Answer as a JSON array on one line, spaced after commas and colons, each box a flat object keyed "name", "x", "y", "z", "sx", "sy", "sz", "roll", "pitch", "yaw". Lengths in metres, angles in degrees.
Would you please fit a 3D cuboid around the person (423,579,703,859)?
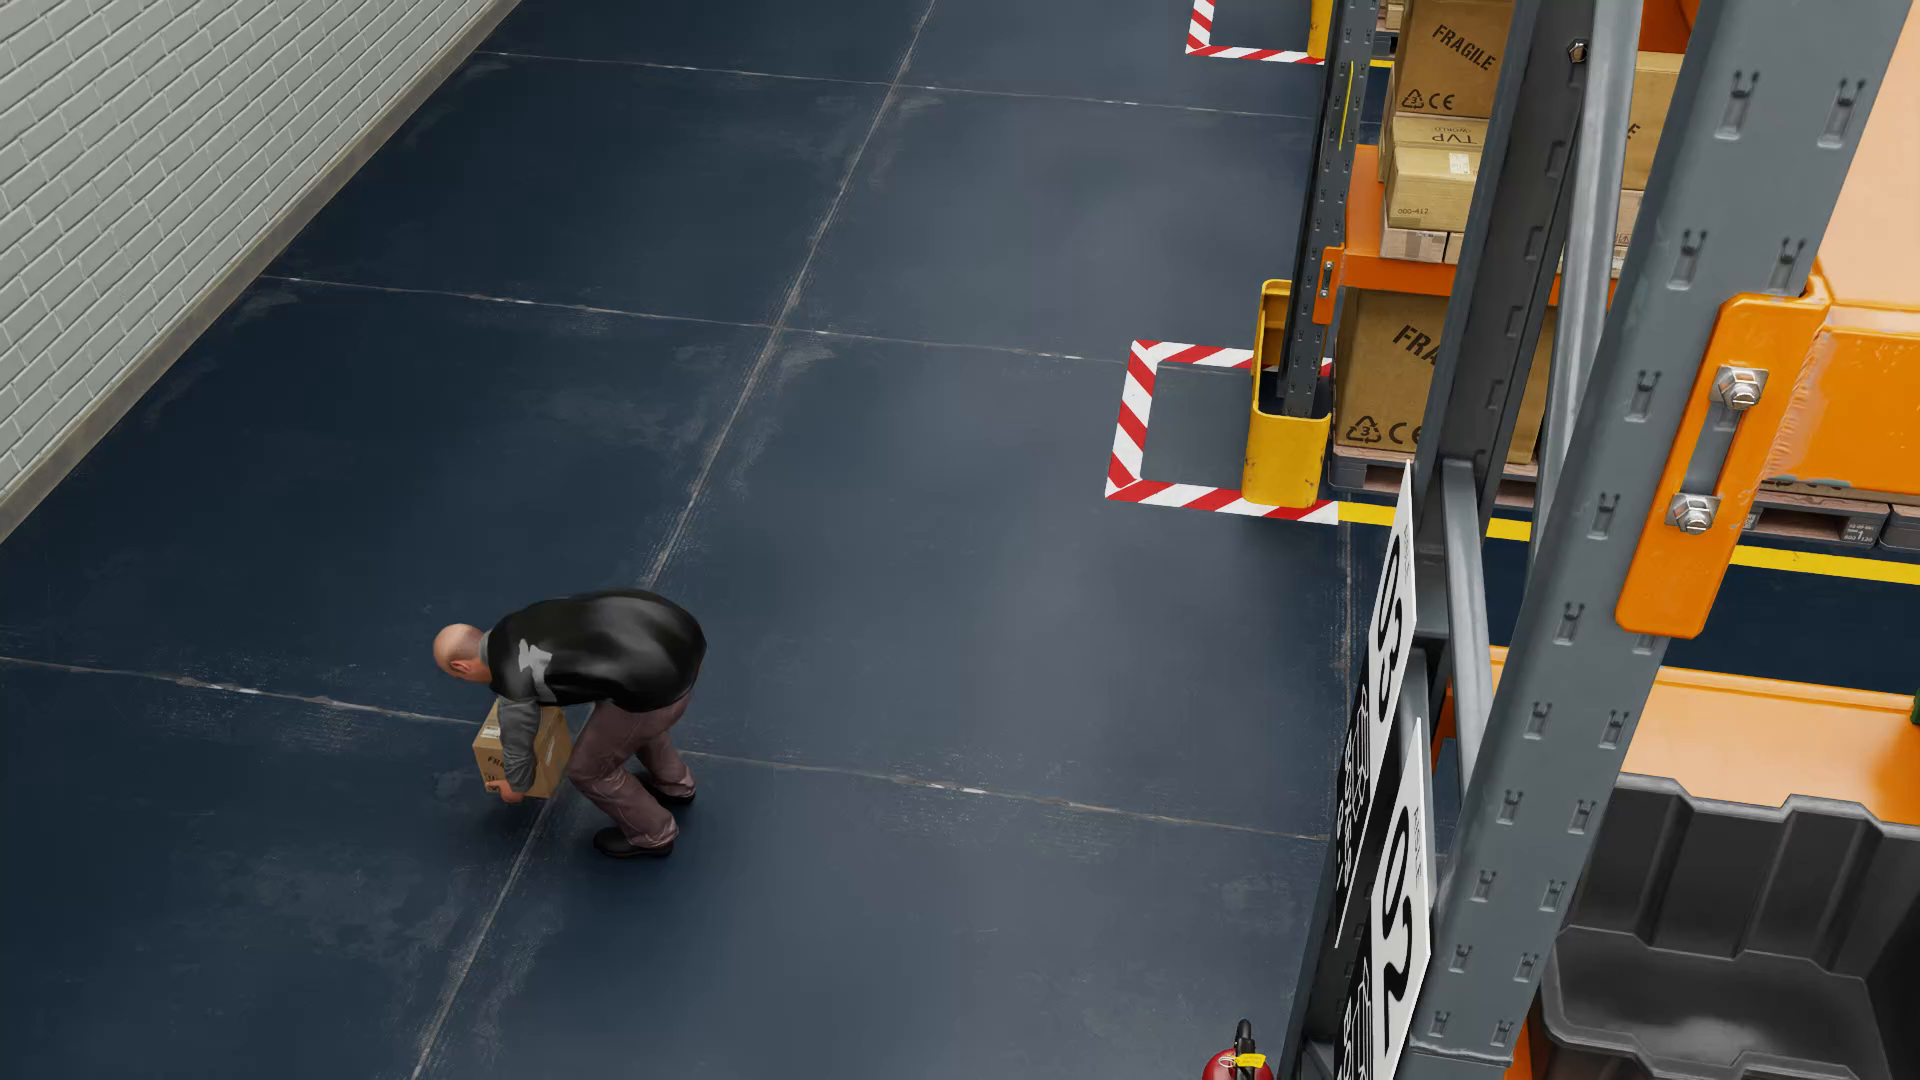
[{"name": "person", "x": -1.376, "y": 0.616, "z": 5.930, "sx": 0.961, "sy": 1.100, "sz": 0.475, "roll": 5, "pitch": 41, "yaw": 6}]
